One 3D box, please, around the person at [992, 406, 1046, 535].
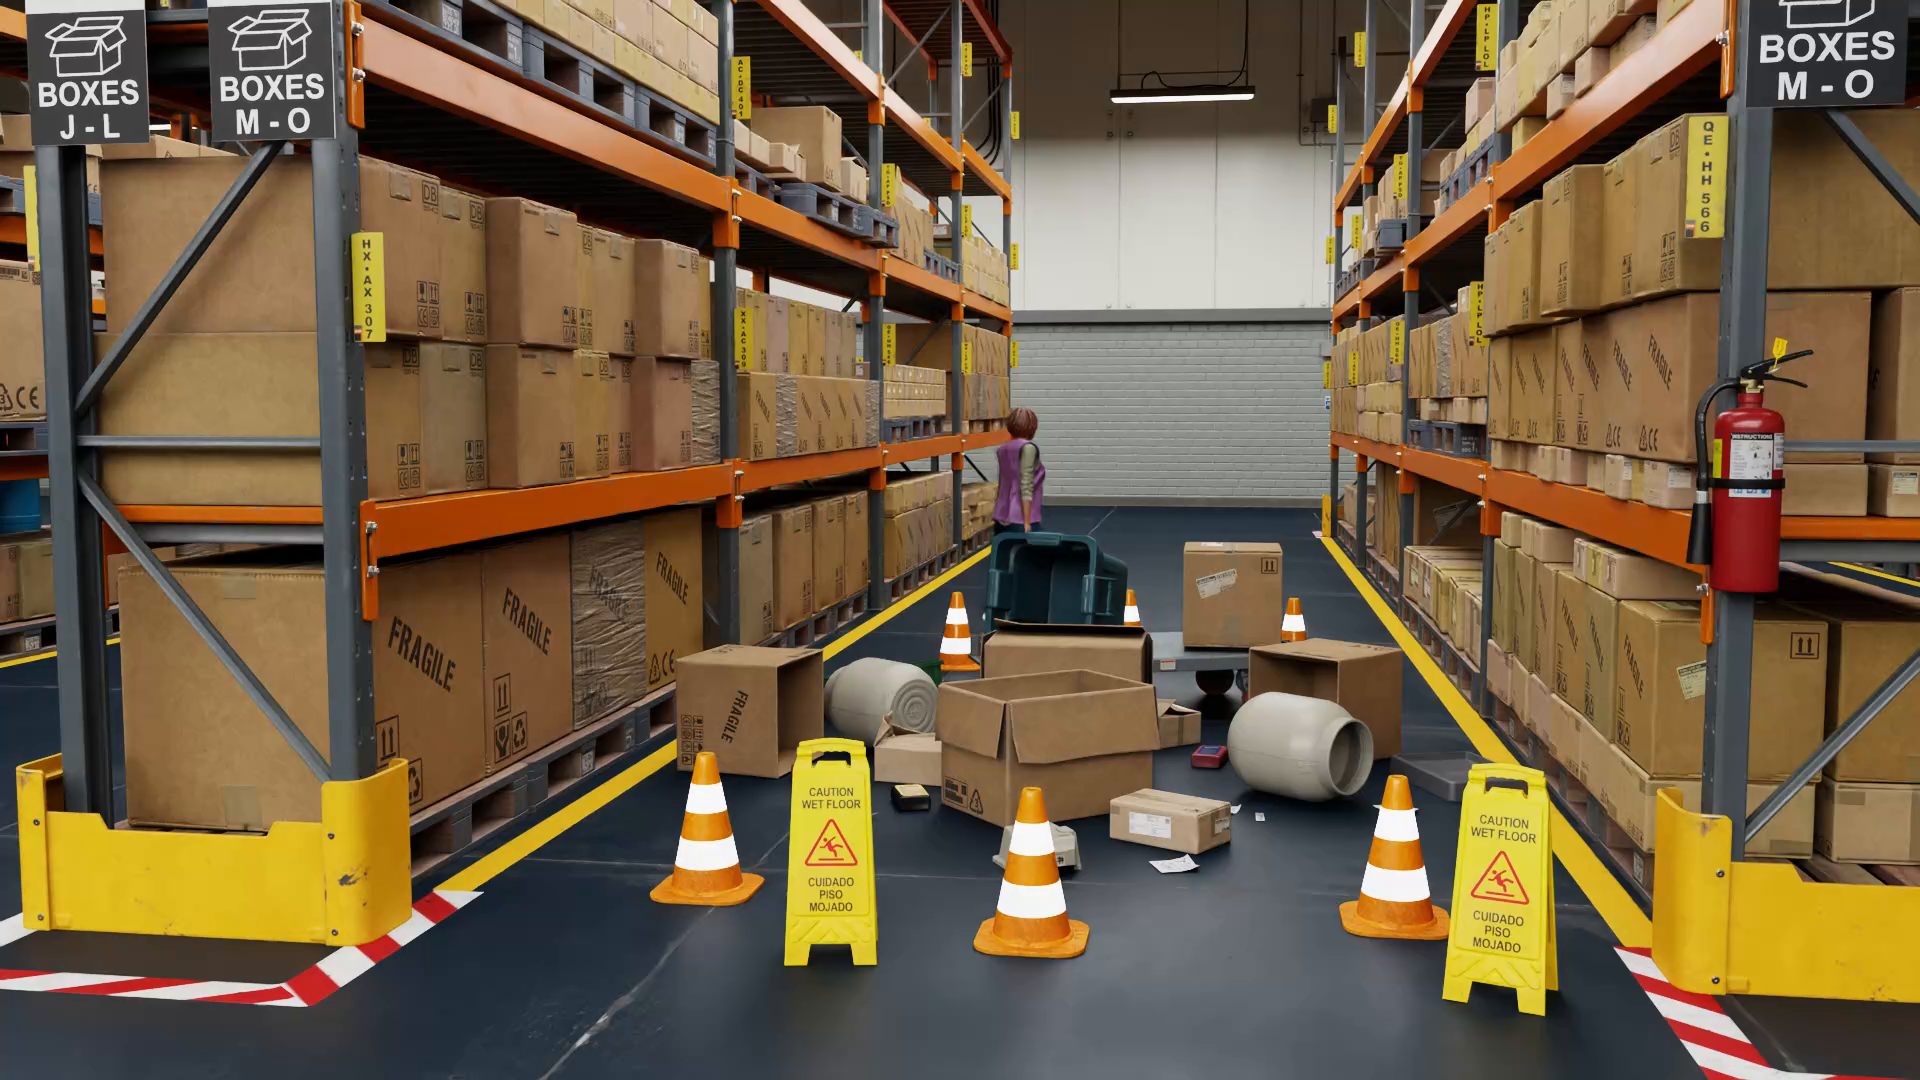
[{"bbox_3d":[0.360,-0.091,11.064,0.443,1.592,0.474,-3,6,-32],"label":"person"}]
